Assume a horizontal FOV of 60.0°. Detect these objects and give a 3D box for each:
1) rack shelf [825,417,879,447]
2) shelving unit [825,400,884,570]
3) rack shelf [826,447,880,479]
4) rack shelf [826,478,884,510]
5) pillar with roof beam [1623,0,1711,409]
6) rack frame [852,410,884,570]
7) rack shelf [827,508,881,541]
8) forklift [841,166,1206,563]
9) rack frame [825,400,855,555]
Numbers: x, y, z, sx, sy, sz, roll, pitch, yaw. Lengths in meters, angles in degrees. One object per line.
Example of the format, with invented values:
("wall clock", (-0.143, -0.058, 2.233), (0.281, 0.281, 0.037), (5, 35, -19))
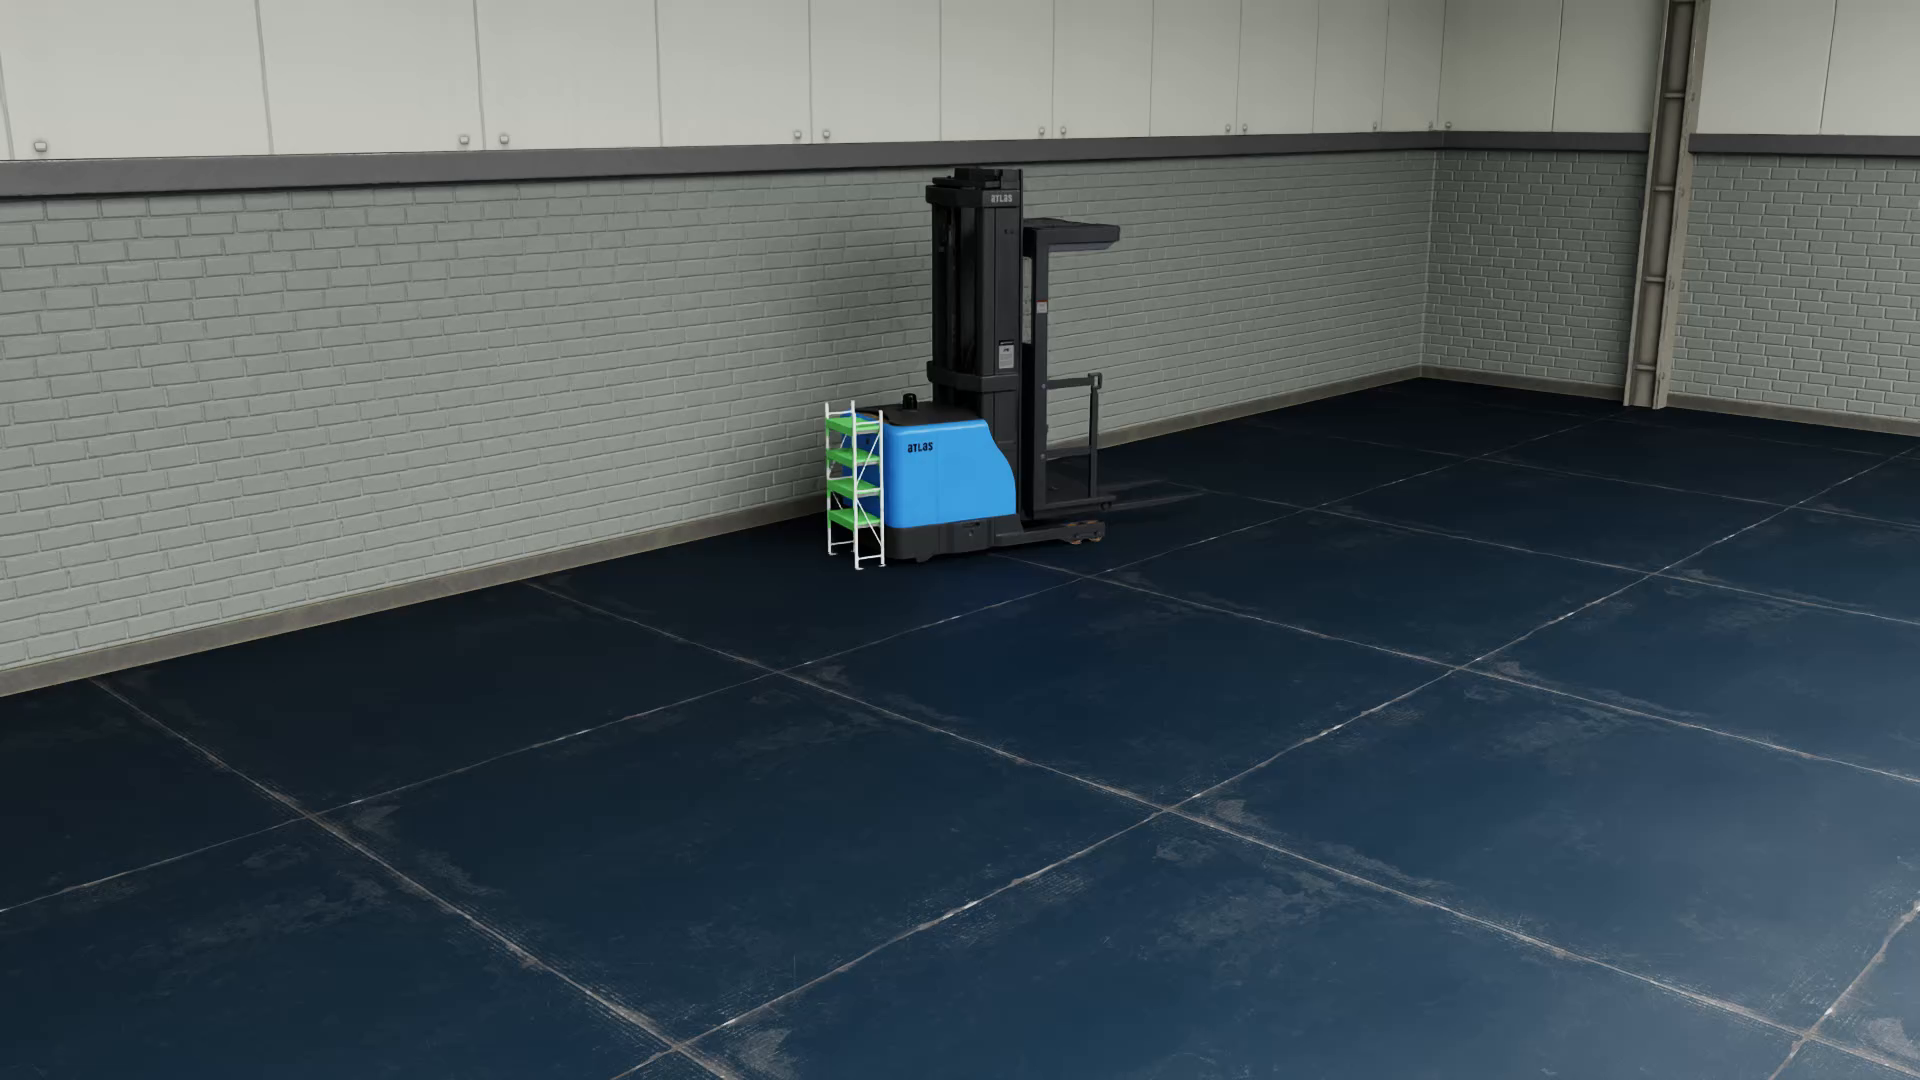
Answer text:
("rack shelf", (-0.804, -0.826, 12.572), (0.258, 0.148, 0.480), (-8, 17, -28))
("shelving unit", (-0.804, -0.423, 12.677), (0.258, 1.200, 0.503), (-8, 17, -28))
("rack shelf", (-0.804, -0.594, 12.633), (0.258, 0.148, 0.480), (-8, 17, -28))
("rack shelf", (-0.804, -0.361, 12.693), (0.258, 0.148, 0.480), (-8, 17, -28))
("pillar with roof beam", (5.032, -5.147, 15.339), (0.400, 9.000, 9.100), (14, 20, 42))
("rack frame", (-0.686, -0.369, 12.470), (0.240, 1.200, 0.015), (-8, 17, -28))
("rack shelf", (-0.804, -0.129, 12.754), (0.258, 0.148, 0.480), (-8, 17, -28))
("forklift", (0.592, -1.490, 13.336), (3.031, 2.935, 1.130), (-8, 16, -27))
("rack frame", (-0.921, -0.477, 12.884), (0.240, 1.200, 0.015), (-8, 17, -28))
